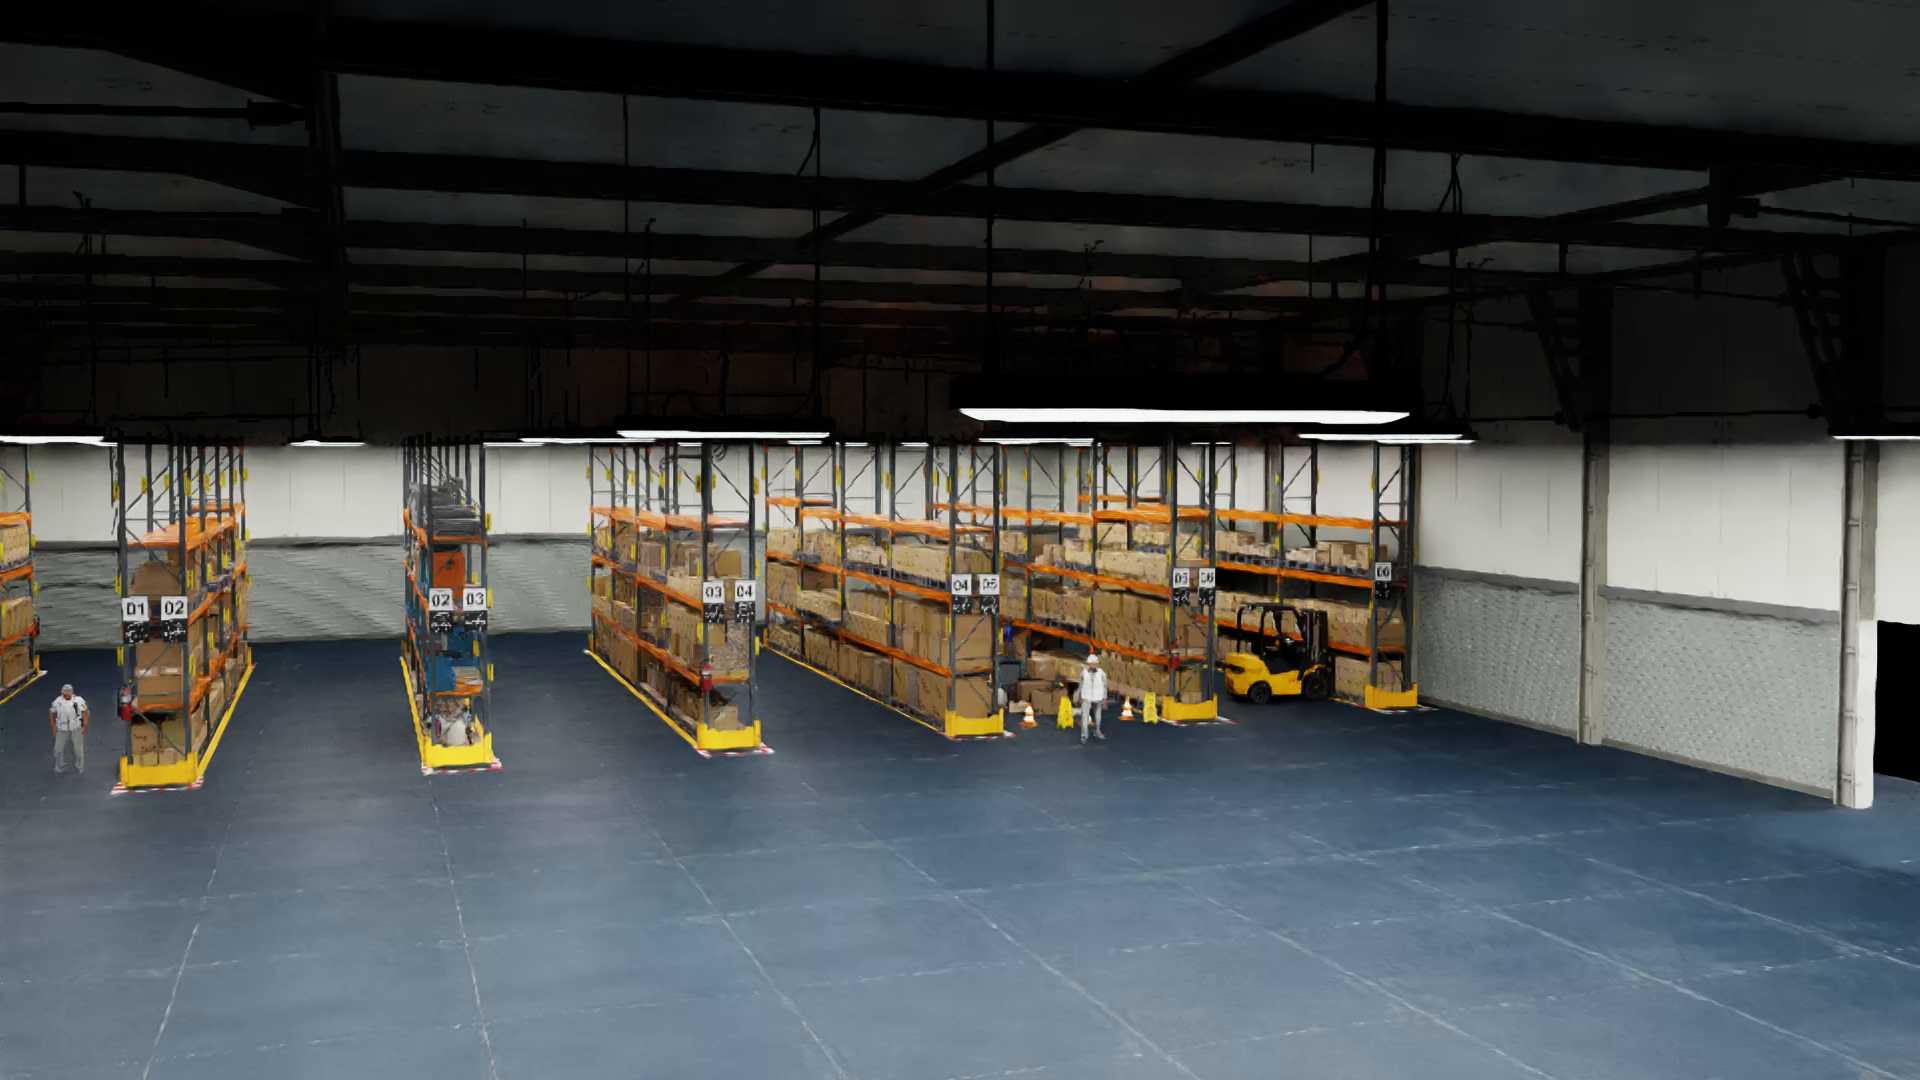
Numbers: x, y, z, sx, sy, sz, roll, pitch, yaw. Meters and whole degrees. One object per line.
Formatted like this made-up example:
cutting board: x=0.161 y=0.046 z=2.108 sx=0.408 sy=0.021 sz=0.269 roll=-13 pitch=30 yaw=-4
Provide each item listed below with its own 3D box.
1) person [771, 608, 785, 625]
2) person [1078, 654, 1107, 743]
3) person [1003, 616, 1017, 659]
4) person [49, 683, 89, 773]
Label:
person: x=-5.422 y=2.062 z=49.883 sx=0.687 sy=1.773 sz=0.455 roll=2 pitch=4 yaw=37
person: x=2.580 y=3.069 z=32.372 sx=0.579 sy=1.732 sz=0.954 roll=0 pitch=3 yaw=4
person: x=1.159 y=2.662 z=40.181 sx=0.554 sy=1.641 sz=0.581 roll=0 pitch=3 yaw=7
person: x=-15.637 y=3.306 z=29.183 sx=0.625 sy=1.611 sz=0.582 roll=-1 pitch=3 yaw=-22
